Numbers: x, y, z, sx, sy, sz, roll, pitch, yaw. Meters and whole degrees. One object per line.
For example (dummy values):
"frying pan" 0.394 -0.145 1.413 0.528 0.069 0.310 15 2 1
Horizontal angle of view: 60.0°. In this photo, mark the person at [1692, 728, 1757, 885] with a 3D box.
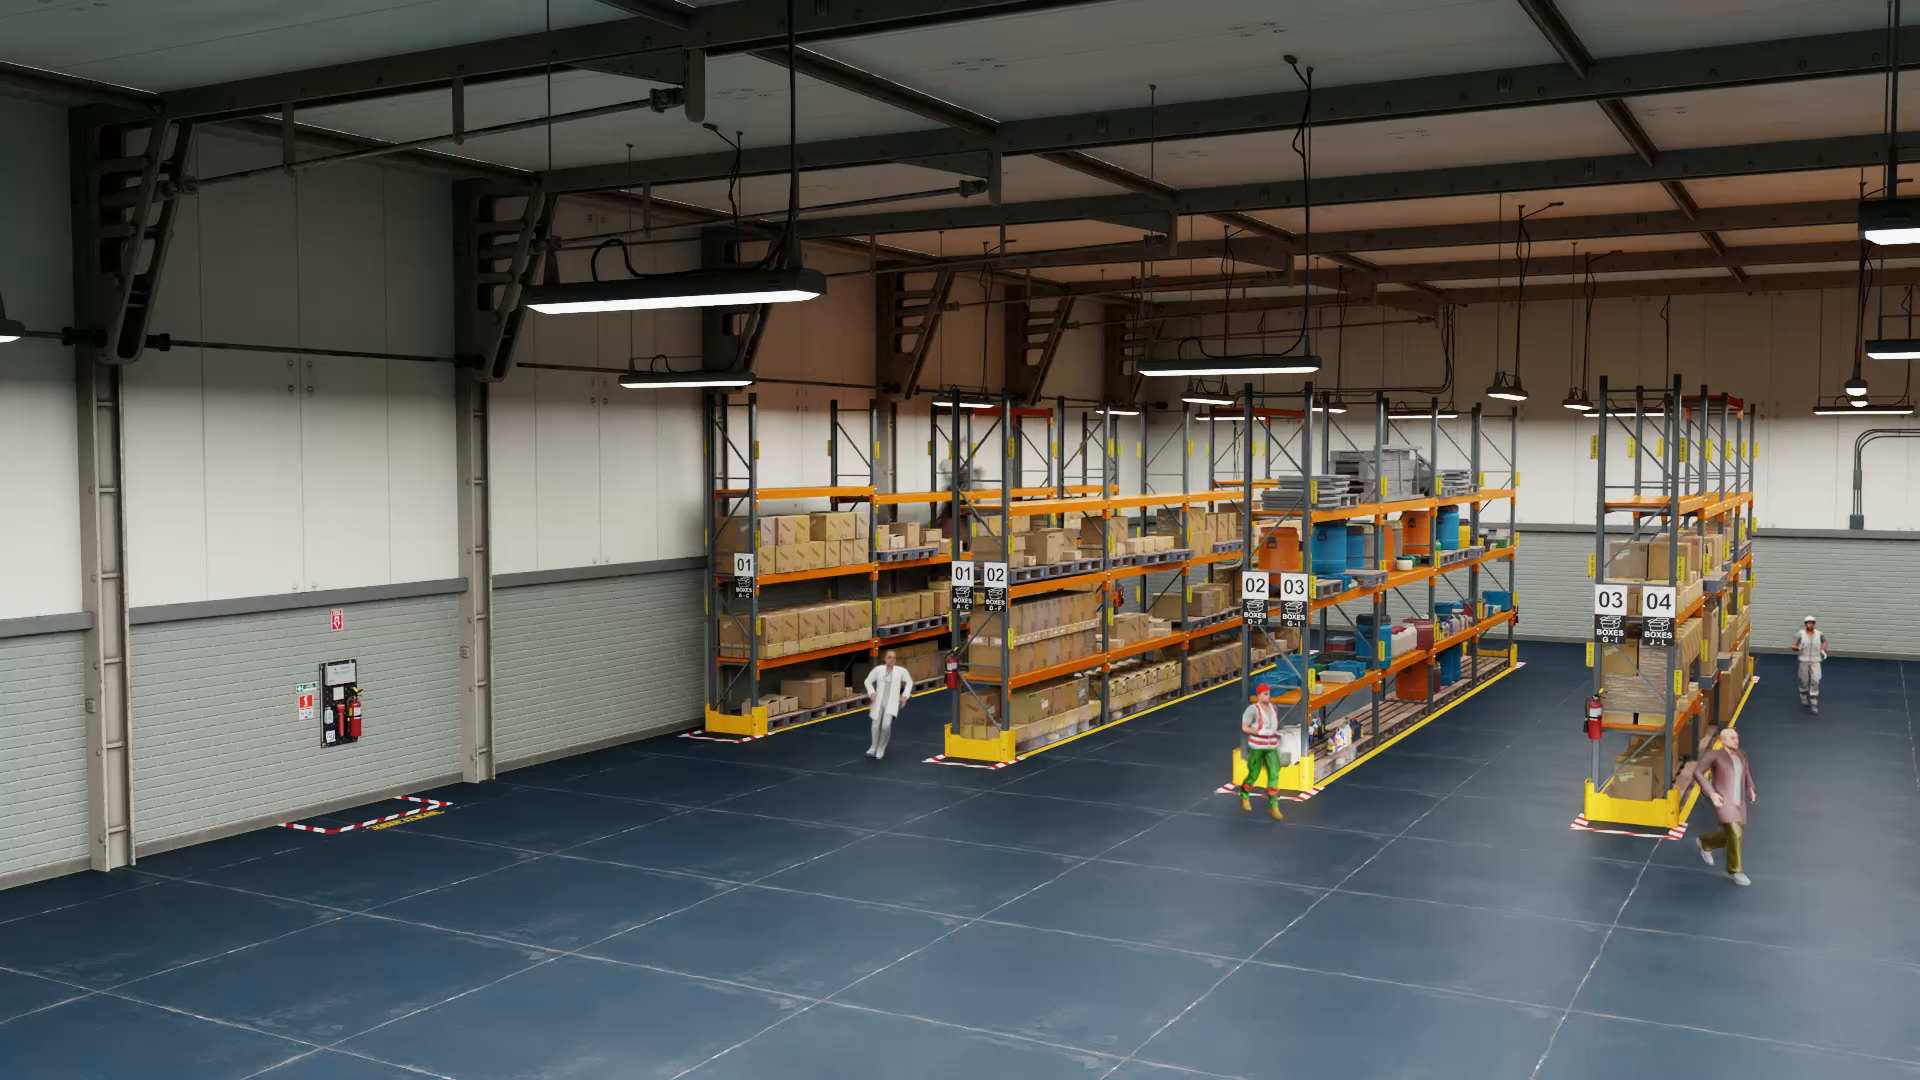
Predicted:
"person" 8.956 3.080 19.504 0.728 1.769 0.895 -1 3 -23

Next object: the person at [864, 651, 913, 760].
"person" -1.179 2.683 27.029 0.774 1.763 0.683 0 3 7

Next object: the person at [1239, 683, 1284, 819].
"person" 4.134 2.850 22.707 0.665 1.795 0.885 -1 3 -22

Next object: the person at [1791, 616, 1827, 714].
"person" 16.281 2.359 31.893 0.648 1.809 0.920 1 3 21
